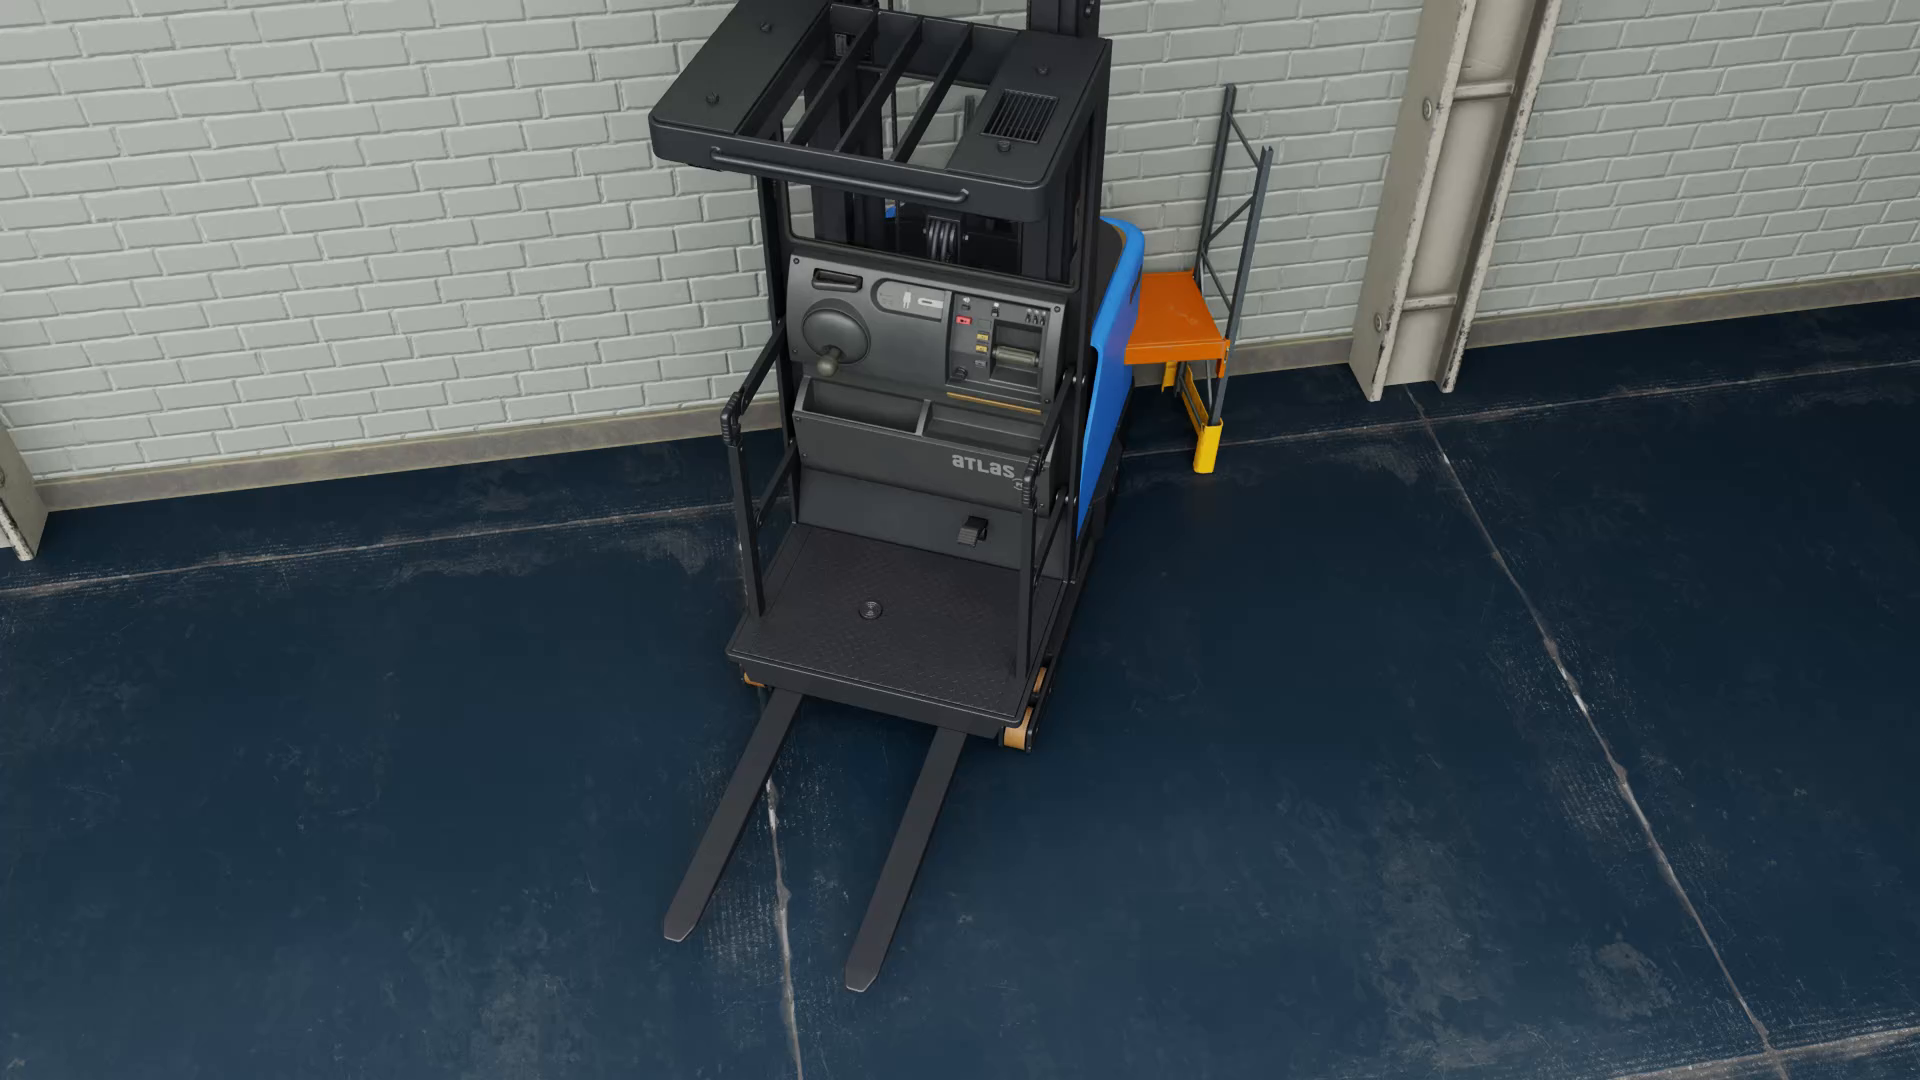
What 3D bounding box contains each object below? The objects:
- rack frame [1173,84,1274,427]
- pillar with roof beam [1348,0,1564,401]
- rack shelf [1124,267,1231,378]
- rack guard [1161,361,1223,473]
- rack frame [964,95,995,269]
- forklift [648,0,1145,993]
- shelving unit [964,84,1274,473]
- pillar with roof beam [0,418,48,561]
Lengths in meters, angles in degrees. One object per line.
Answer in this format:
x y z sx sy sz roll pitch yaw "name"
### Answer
1.040 -1.030 6.708 0.032 1.500 0.500 -5 44 -9 "rack frame"
2.708 -0.813 1.284 0.400 9.000 9.100 -7 46 -7 "pillar with roof beam"
0.531 -0.857 6.749 1.000 0.185 0.538 -5 44 -9 "rack shelf"
0.989 -0.573 7.132 0.087 0.250 0.587 -5 44 -9 "rack guard"
0.041 -0.946 6.544 0.032 1.500 0.500 -5 44 -9 "rack frame"
-0.180 -0.586 5.279 1.130 2.935 3.031 12 47 11 "forklift"
0.532 -0.987 6.625 1.083 1.500 0.587 -5 44 -9 "shelving unit"
-3.205 -0.076 0.574 0.400 9.000 9.100 -7 46 -7 "pillar with roof beam"
